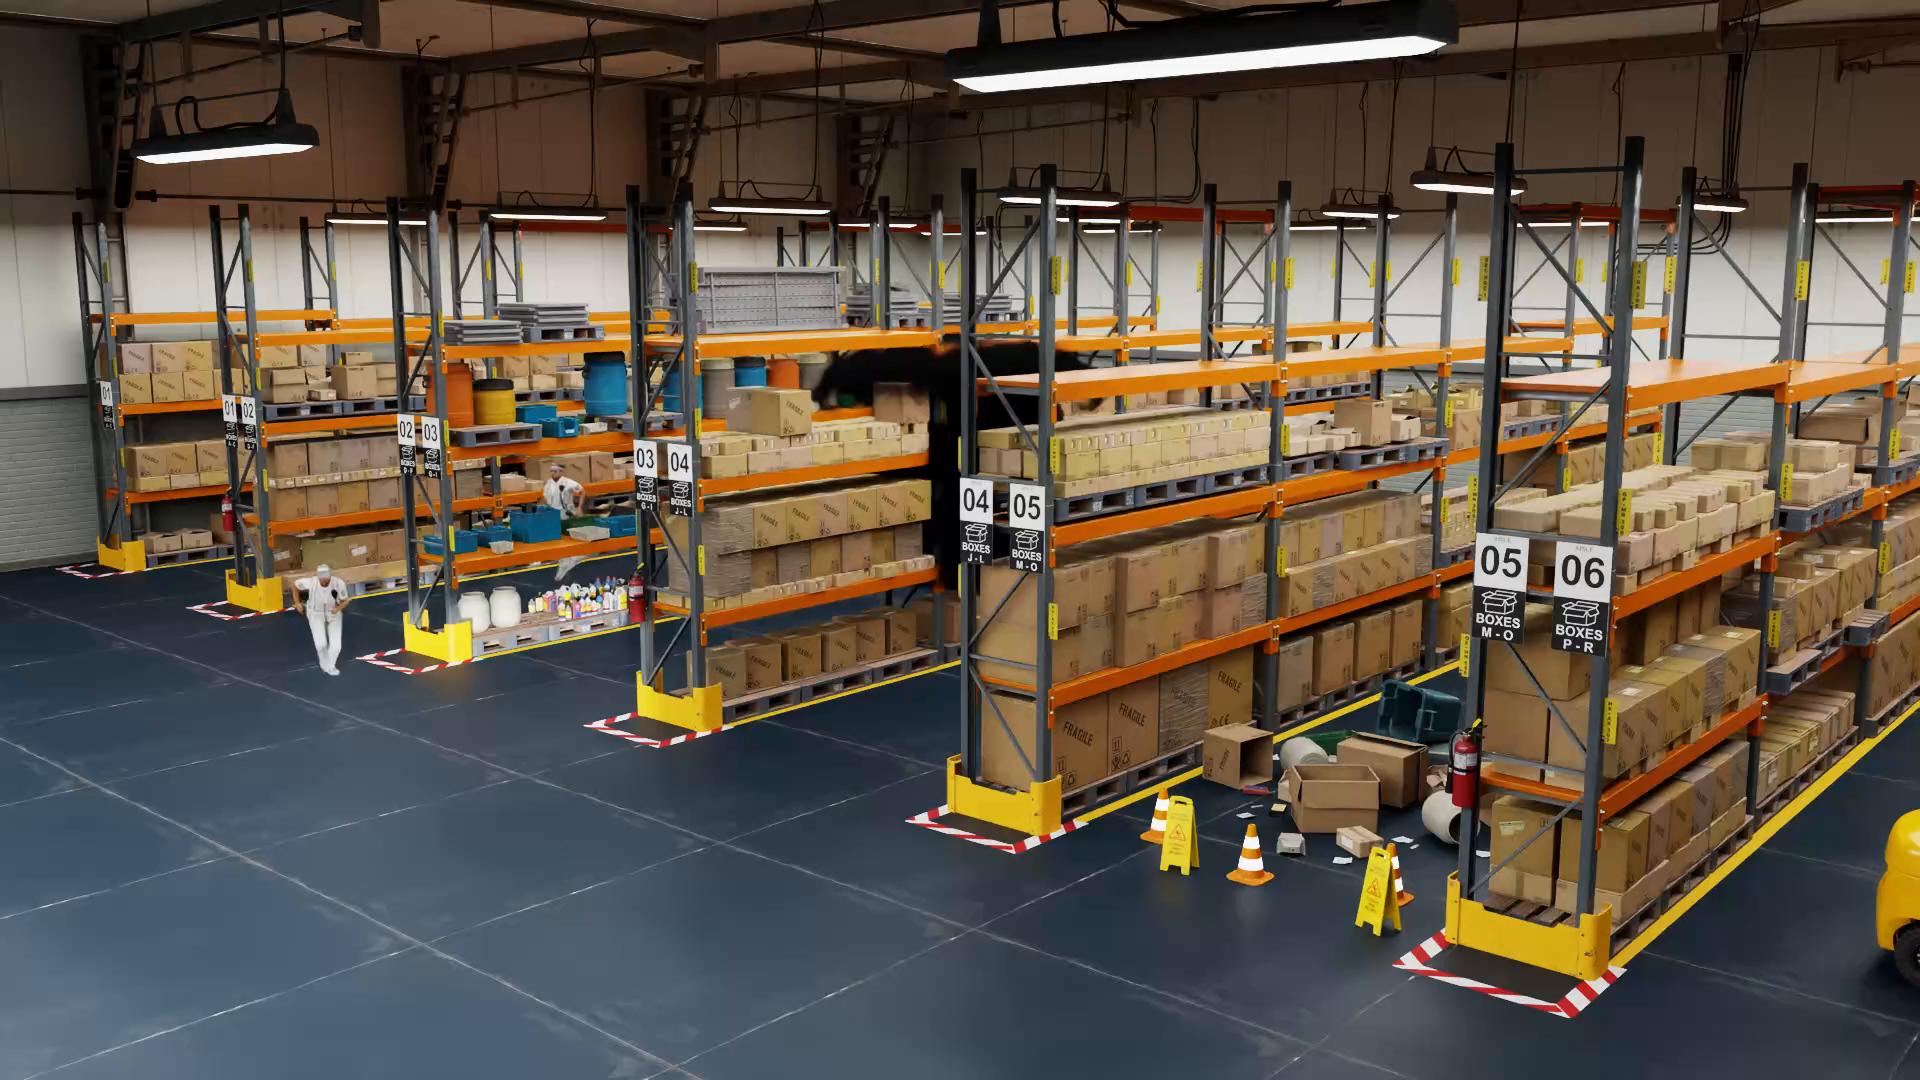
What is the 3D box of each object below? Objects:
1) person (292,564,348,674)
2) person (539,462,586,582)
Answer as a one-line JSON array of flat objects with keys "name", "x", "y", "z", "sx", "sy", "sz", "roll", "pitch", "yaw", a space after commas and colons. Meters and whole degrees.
[{"name": "person", "x": -7.971, "y": 1.002, "z": 20.767, "sx": 0.643, "sy": 1.494, "sz": 0.845, "roll": -4, "pitch": 10, "yaw": -22}, {"name": "person", "x": -6.370, "y": -0.313, "z": 26.499, "sx": 0.607, "sy": 1.902, "sz": 0.838, "roll": 7, "pitch": 12, "yaw": 37}]
